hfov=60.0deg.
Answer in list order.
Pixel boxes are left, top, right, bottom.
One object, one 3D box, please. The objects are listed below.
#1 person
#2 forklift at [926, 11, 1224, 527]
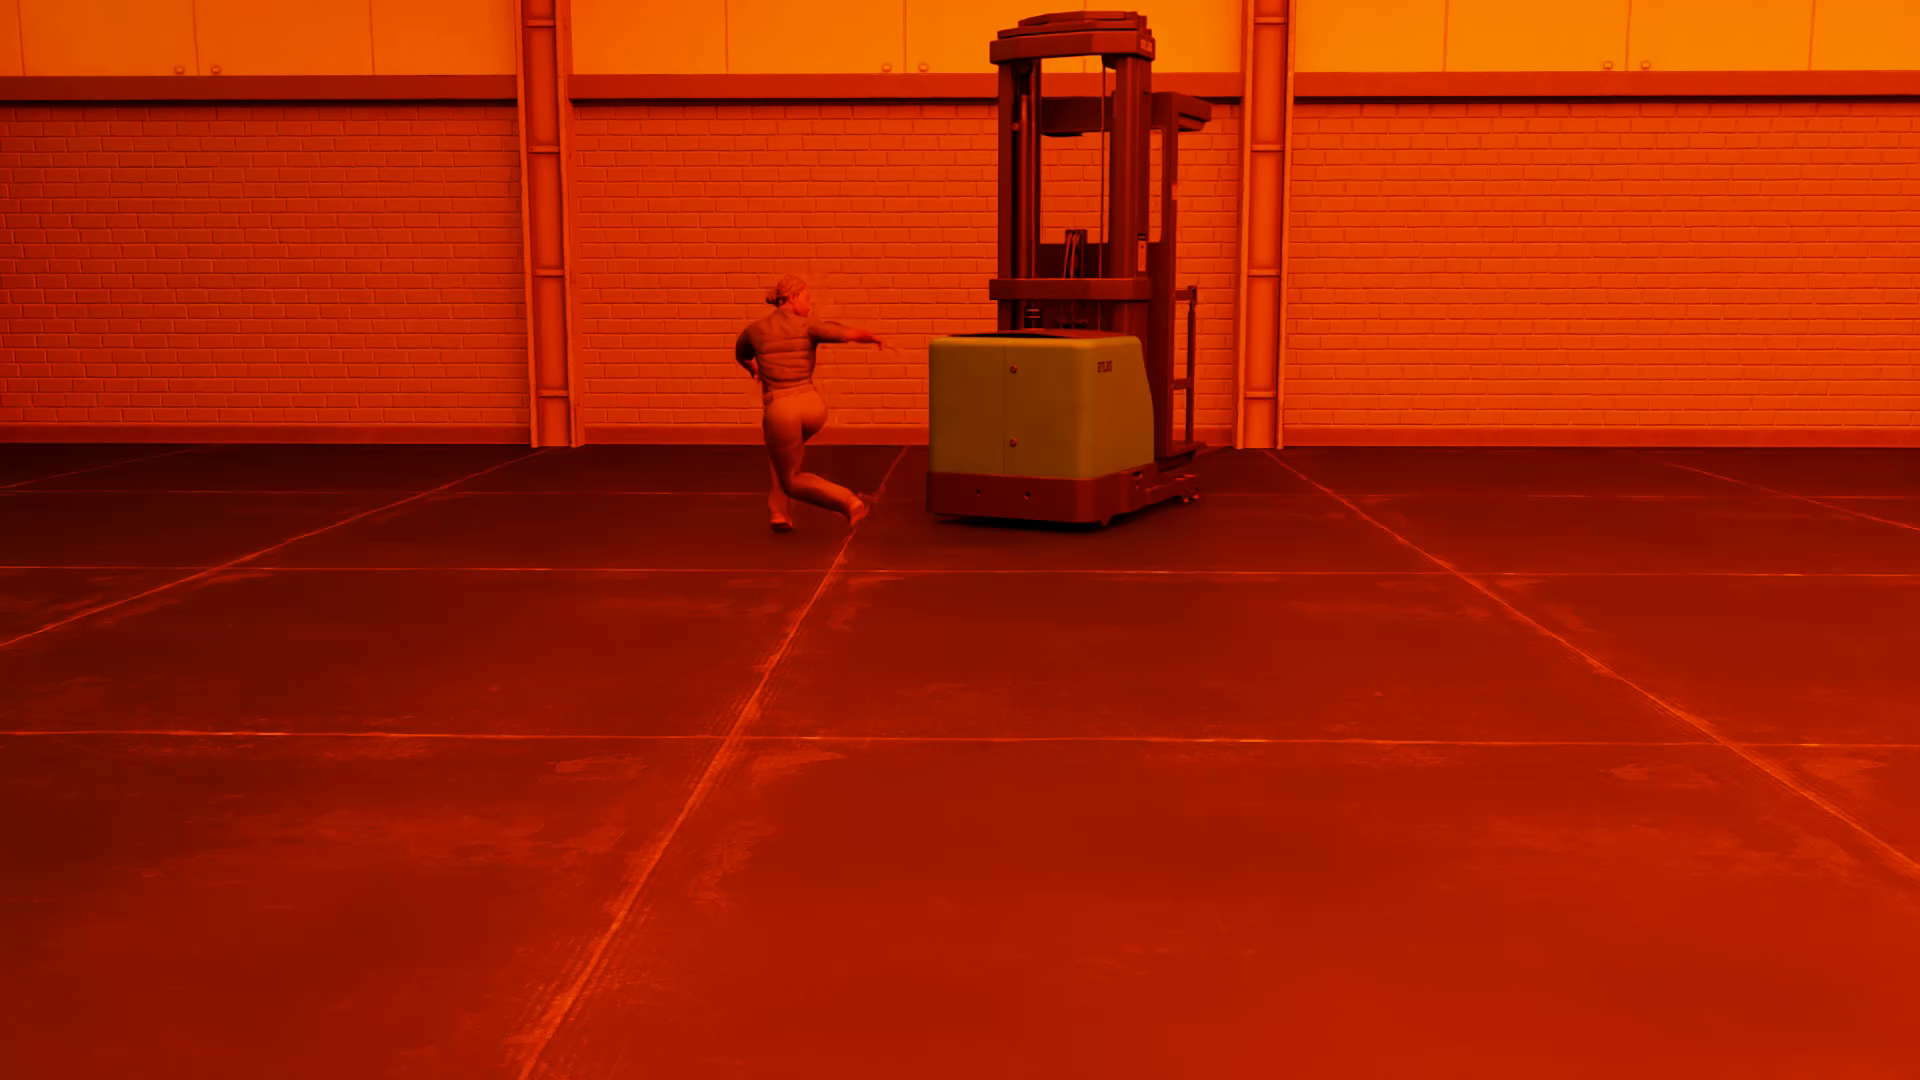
[{"bbox_3d":[-0.820,-0.742,9.205,0.795,1.426,1.088,-3,9,-20],"label":"person"},{"bbox_3d":[0.909,-1.706,10.467,1.130,2.935,3.031,4,10,26],"label":"forklift"}]
